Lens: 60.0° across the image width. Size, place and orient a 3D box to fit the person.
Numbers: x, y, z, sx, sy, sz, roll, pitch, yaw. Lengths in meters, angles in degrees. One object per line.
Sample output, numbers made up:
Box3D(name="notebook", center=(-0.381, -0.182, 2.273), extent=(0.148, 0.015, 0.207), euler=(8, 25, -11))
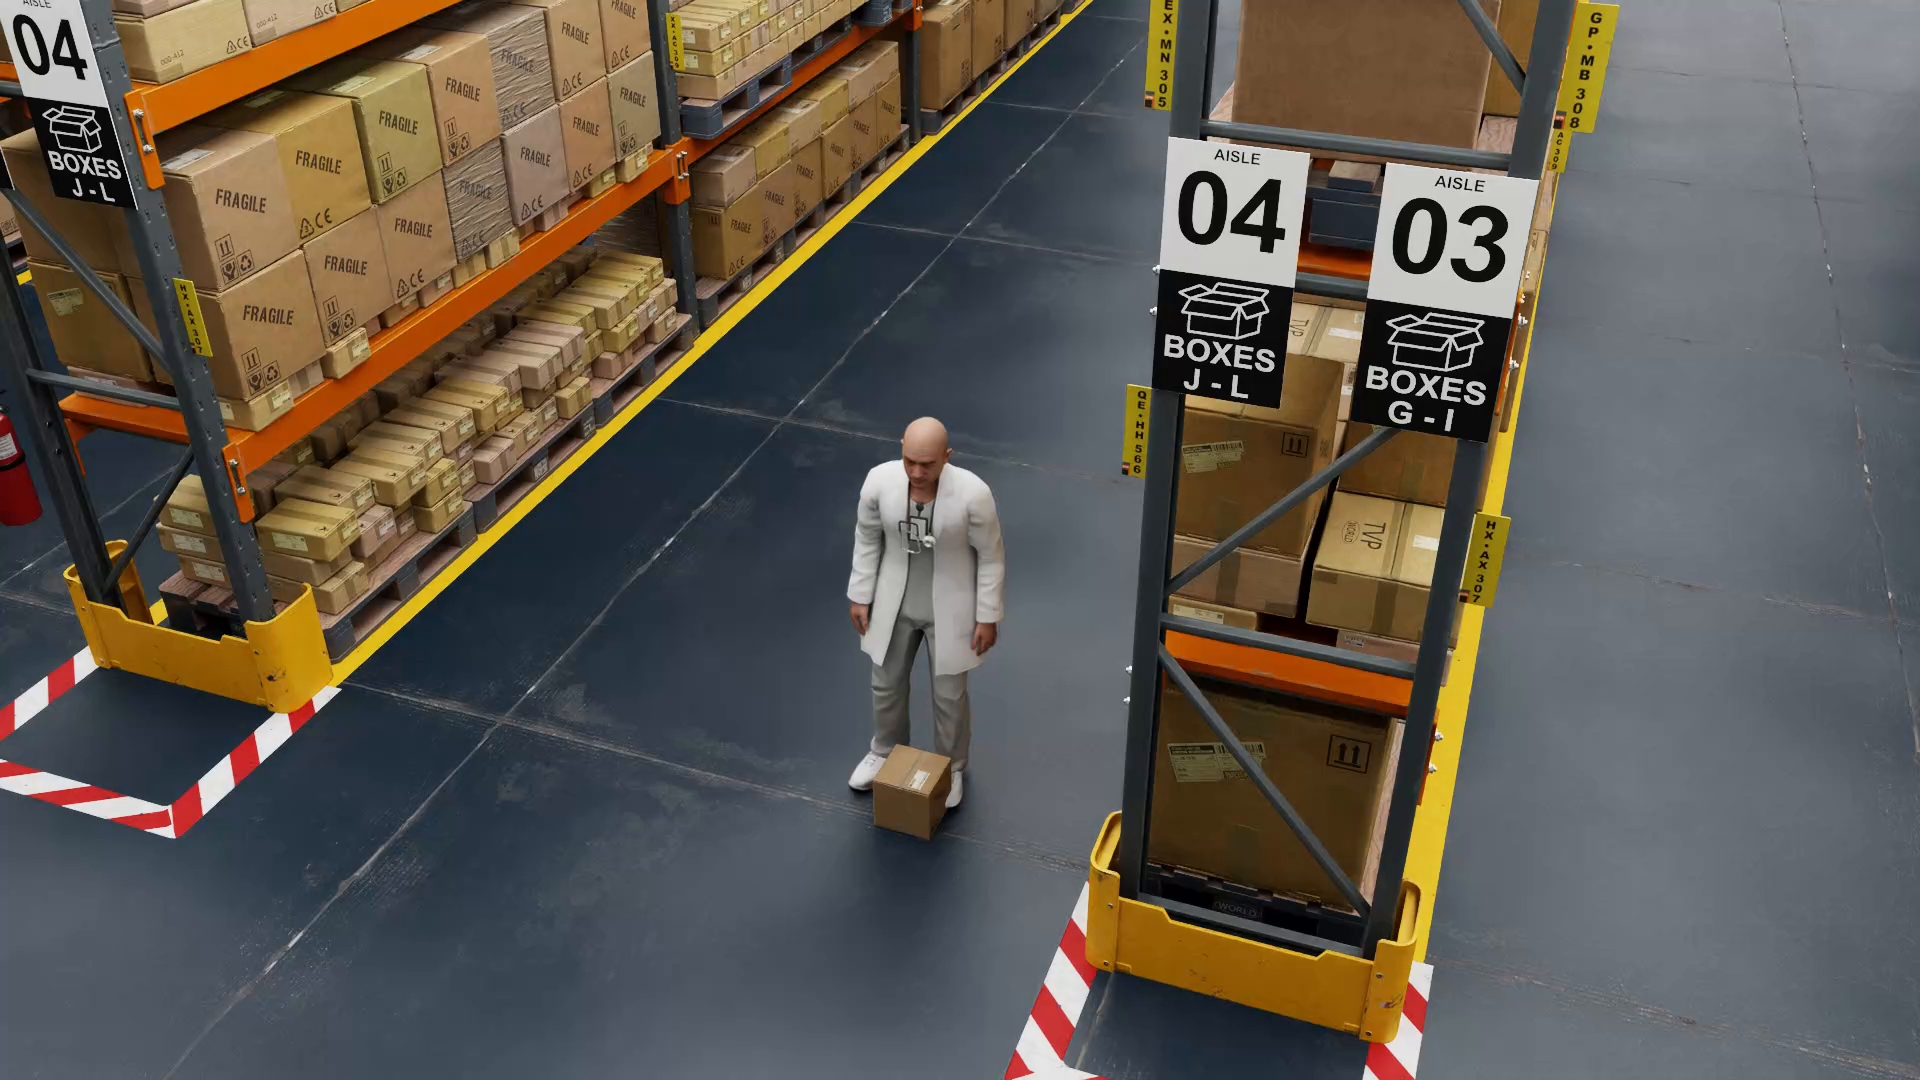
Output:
Box3D(name="person", center=(-0.138, 0.277, 6.722), extent=(0.655, 1.775, 0.423), euler=(9, 34, 13))
